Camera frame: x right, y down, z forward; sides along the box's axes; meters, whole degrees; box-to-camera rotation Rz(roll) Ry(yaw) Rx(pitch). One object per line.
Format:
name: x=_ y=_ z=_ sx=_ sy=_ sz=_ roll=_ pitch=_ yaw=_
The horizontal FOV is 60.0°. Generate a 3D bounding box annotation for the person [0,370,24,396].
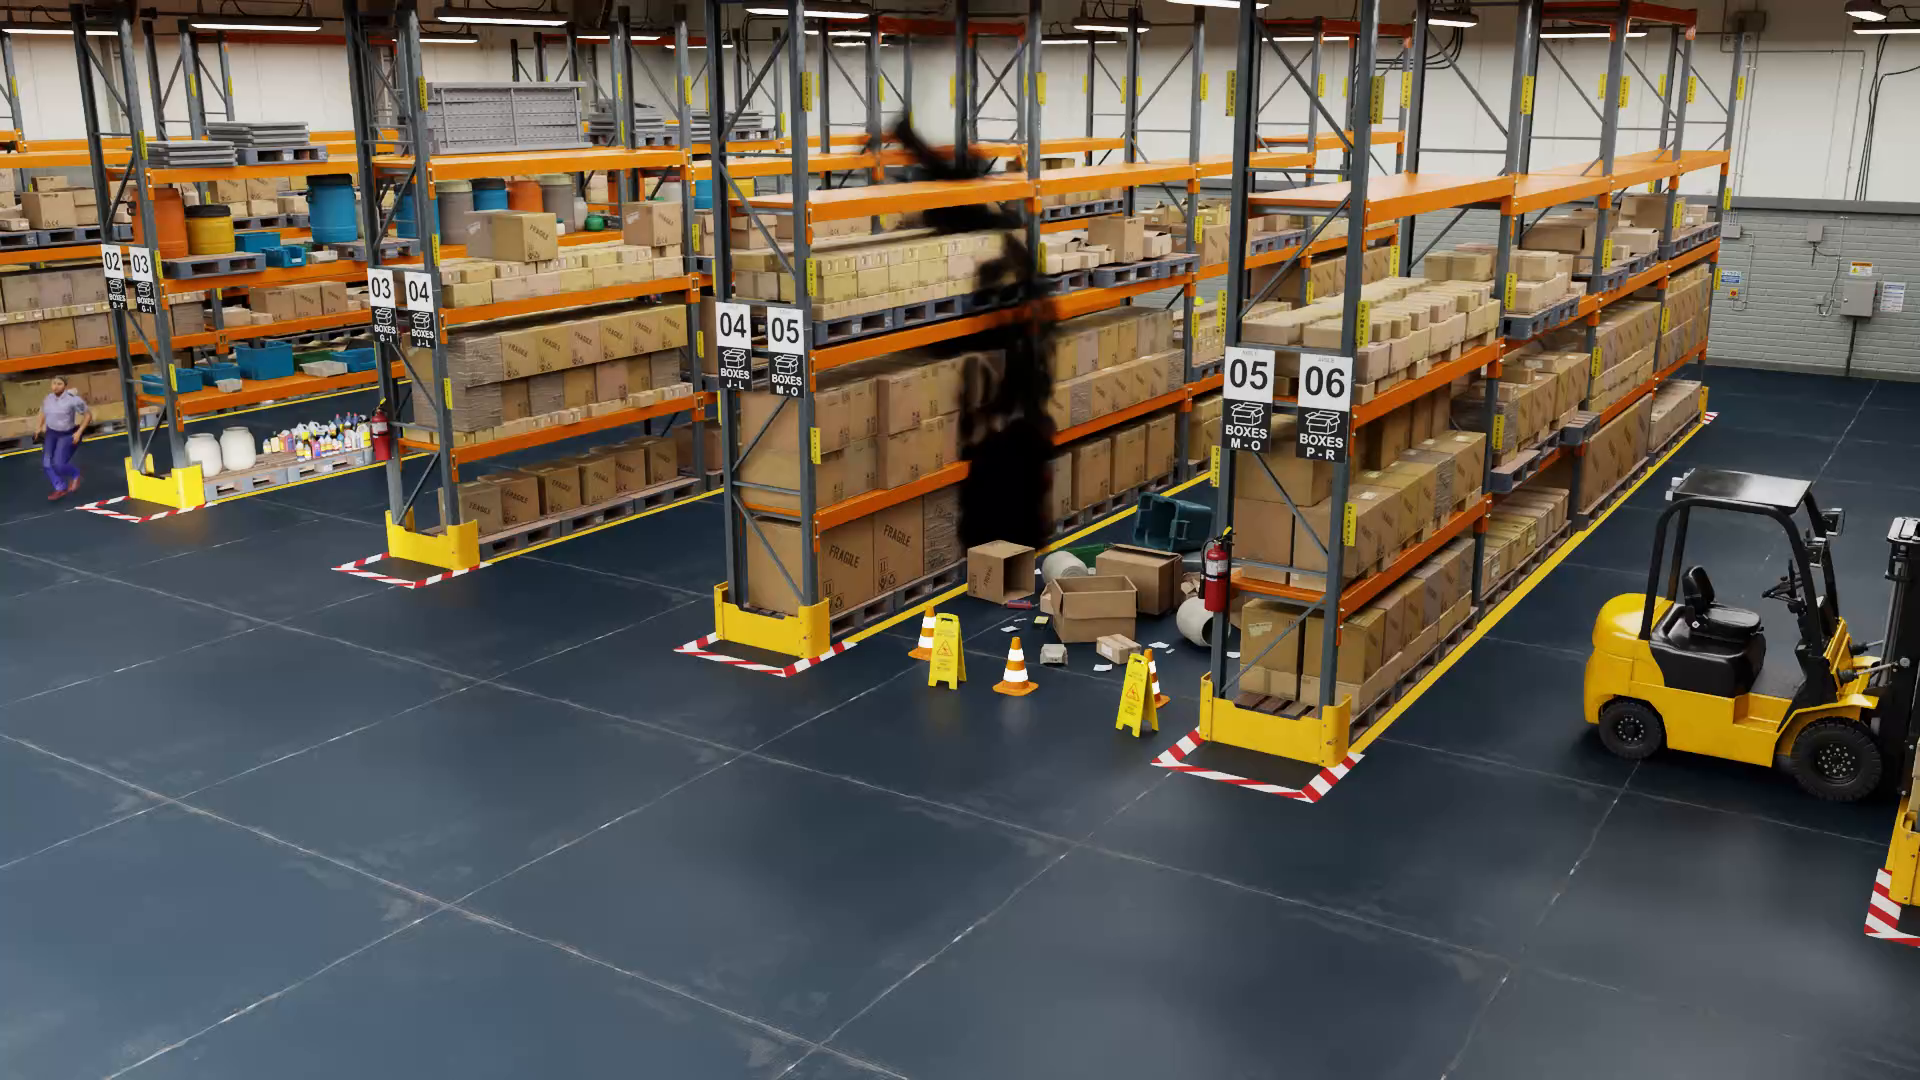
person: x=-14.754 y=-2.703 z=25.845 sx=0.573 sy=1.648 sz=0.556 roll=6 pitch=17 yaw=21

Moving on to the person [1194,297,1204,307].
person: x=3.852 y=-3.068 z=26.970 sx=0.674 sy=1.736 sz=0.756 roll=9 pitch=18 yaw=30

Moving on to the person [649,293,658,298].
person: x=-5.704 y=-4.483 z=32.223 sx=0.668 sy=1.700 sz=0.735 roll=4 pitch=16 yaw=15

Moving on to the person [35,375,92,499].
person: x=-11.297 y=-1.289 z=20.937 sx=0.657 sy=1.589 sz=0.520 roll=3 pitch=16 yaw=11
